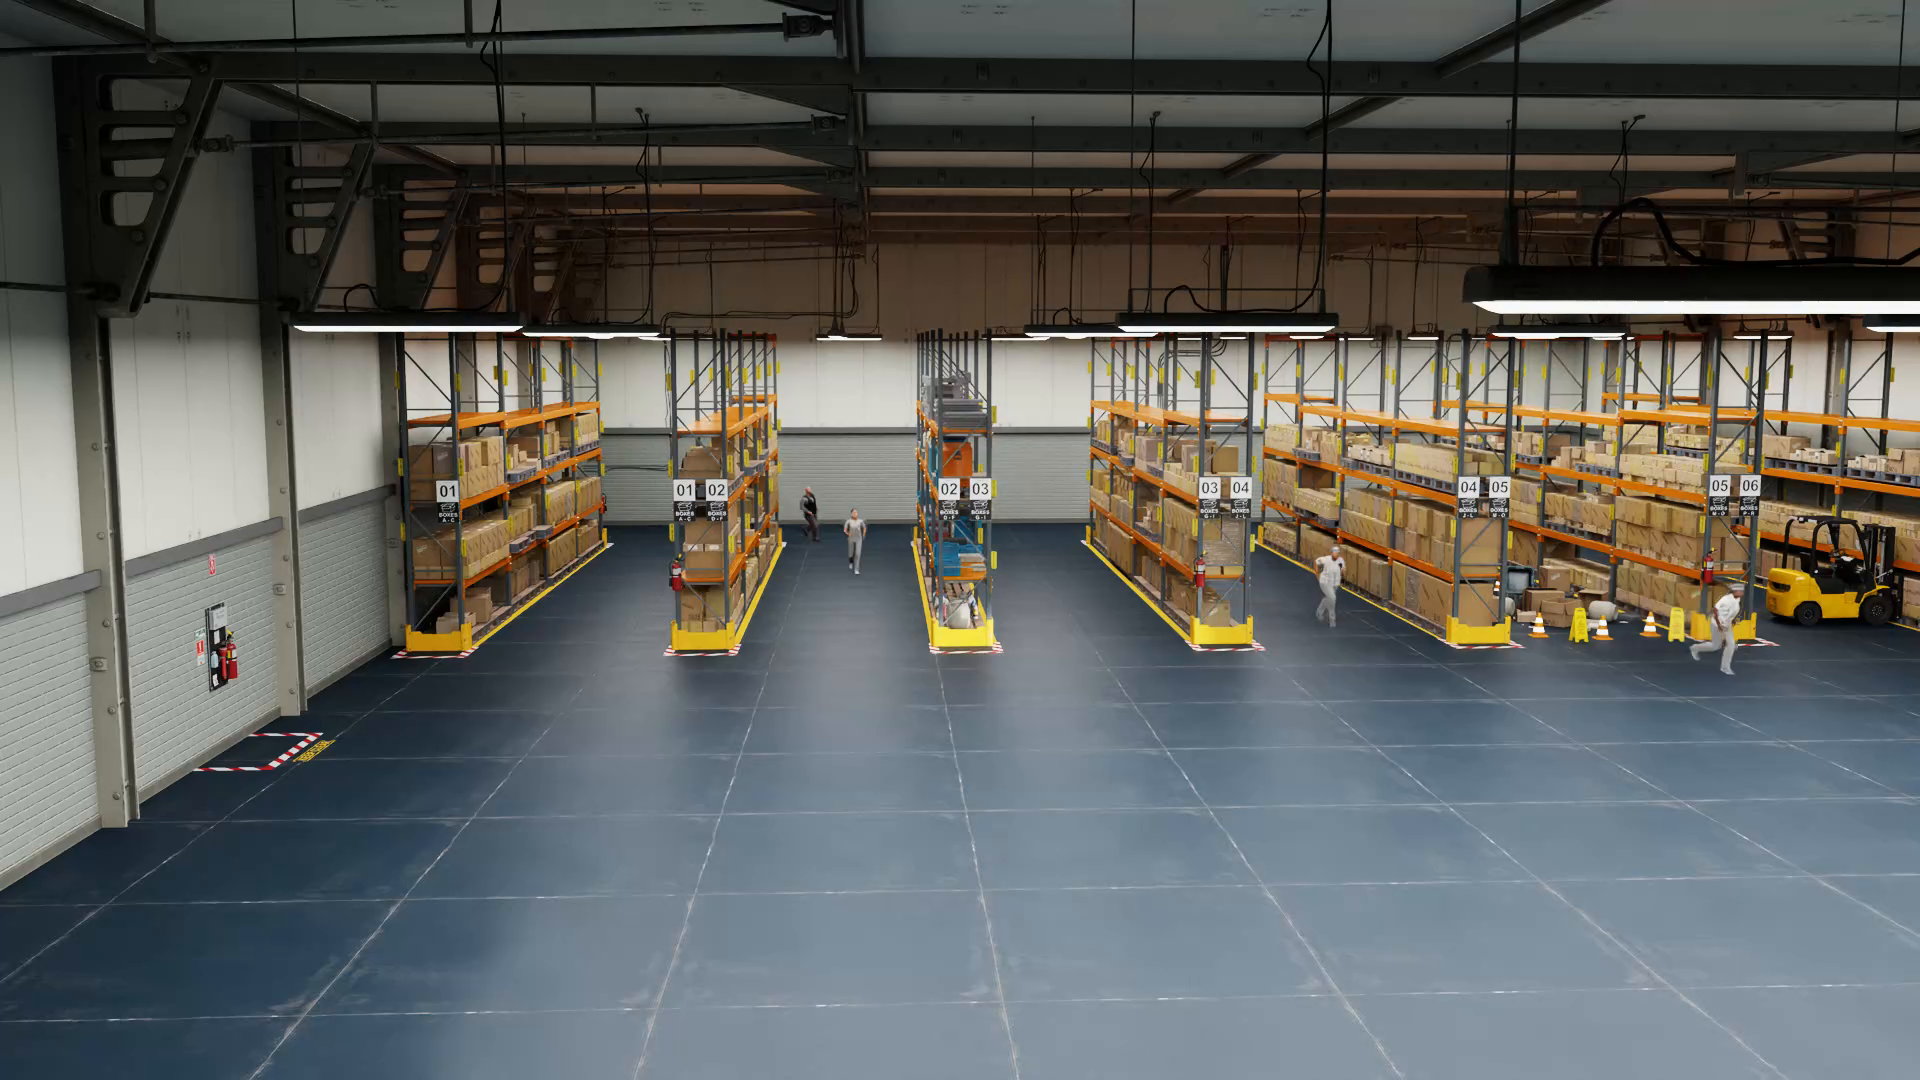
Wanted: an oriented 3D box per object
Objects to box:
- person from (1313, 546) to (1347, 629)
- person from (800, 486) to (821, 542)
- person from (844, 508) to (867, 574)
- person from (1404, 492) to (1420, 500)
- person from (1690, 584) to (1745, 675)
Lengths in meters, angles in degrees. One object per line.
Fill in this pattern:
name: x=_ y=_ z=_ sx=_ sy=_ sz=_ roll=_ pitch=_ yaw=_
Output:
person: x=7.513 y=0.936 z=33.915 sx=0.600 sy=1.676 sz=0.926 roll=-3 pitch=7 yaw=-21
person: x=-4.428 y=-0.753 z=48.147 sx=0.653 sy=1.640 sz=0.707 roll=3 pitch=8 yaw=26
person: x=-2.610 y=0.020 z=41.547 sx=0.574 sy=1.628 sz=0.758 roll=-1 pitch=7 yaw=-8
person: x=13.789 y=-1.113 z=50.624 sx=0.751 sy=1.823 sz=0.669 roll=-3 pitch=7 yaw=-23
person: x=13.293 y=1.530 z=29.172 sx=0.582 sy=1.619 sz=0.905 roll=-6 pitch=9 yaw=-40
